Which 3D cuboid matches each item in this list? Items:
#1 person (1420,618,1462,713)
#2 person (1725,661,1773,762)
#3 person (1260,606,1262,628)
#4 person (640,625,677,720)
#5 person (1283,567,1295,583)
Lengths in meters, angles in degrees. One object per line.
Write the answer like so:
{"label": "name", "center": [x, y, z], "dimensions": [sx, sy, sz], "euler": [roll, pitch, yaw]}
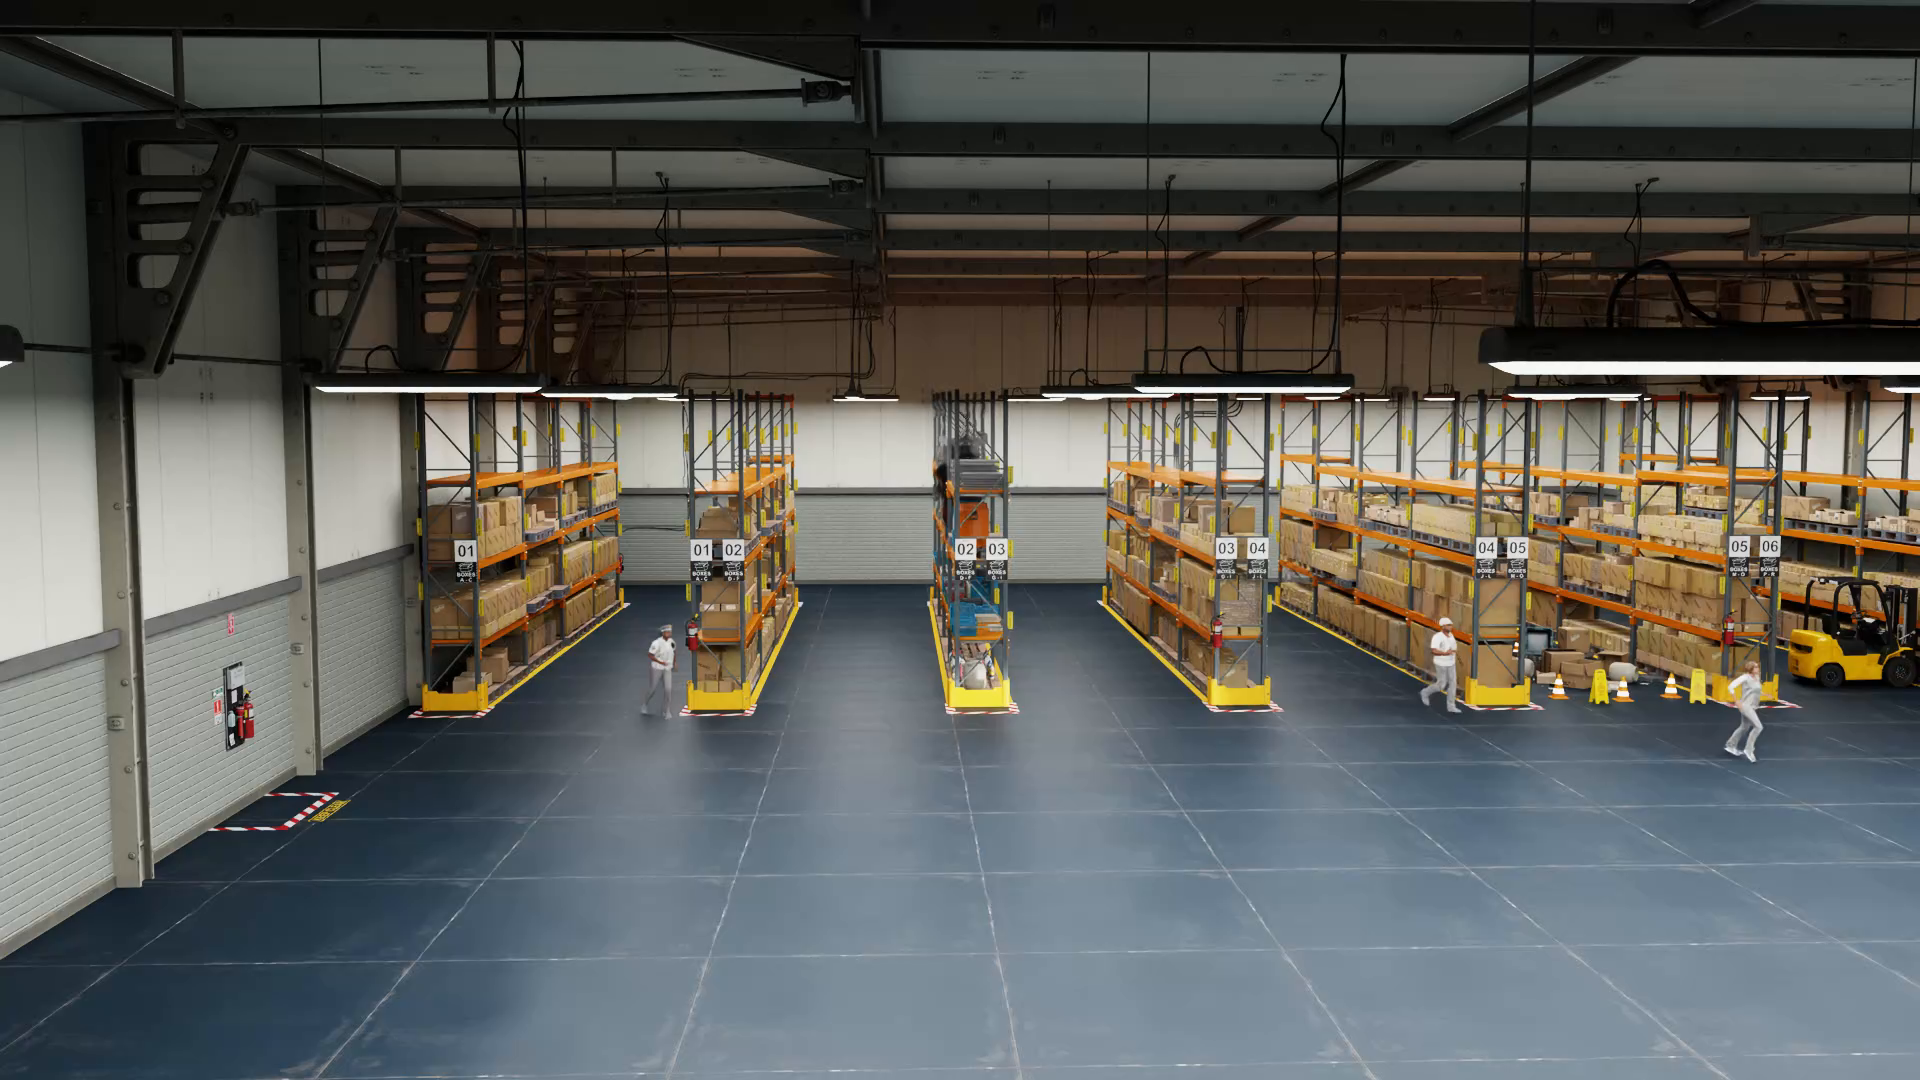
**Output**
{"label": "person", "center": [8.993, 2.310, 30.972], "dimensions": [0.712, 1.747, 0.873], "euler": [-3, 6, -37]}
{"label": "person", "center": [12.724, 2.744, 26.821], "dimensions": [0.524, 1.623, 0.699], "euler": [-4, 6, -42]}
{"label": "person", "center": [7.379, 1.420, 42.127], "dimensions": [0.630, 1.800, 1.140], "euler": [0, 5, -5]}
{"label": "person", "center": [-5.445, 2.399, 30.509], "dimensions": [0.660, 1.713, 0.847], "euler": [-4, 6, -37]}
{"label": "person", "center": [9.778, 0.859, 49.163], "dimensions": [0.561, 1.747, 0.791], "euler": [3, 5, 29]}
